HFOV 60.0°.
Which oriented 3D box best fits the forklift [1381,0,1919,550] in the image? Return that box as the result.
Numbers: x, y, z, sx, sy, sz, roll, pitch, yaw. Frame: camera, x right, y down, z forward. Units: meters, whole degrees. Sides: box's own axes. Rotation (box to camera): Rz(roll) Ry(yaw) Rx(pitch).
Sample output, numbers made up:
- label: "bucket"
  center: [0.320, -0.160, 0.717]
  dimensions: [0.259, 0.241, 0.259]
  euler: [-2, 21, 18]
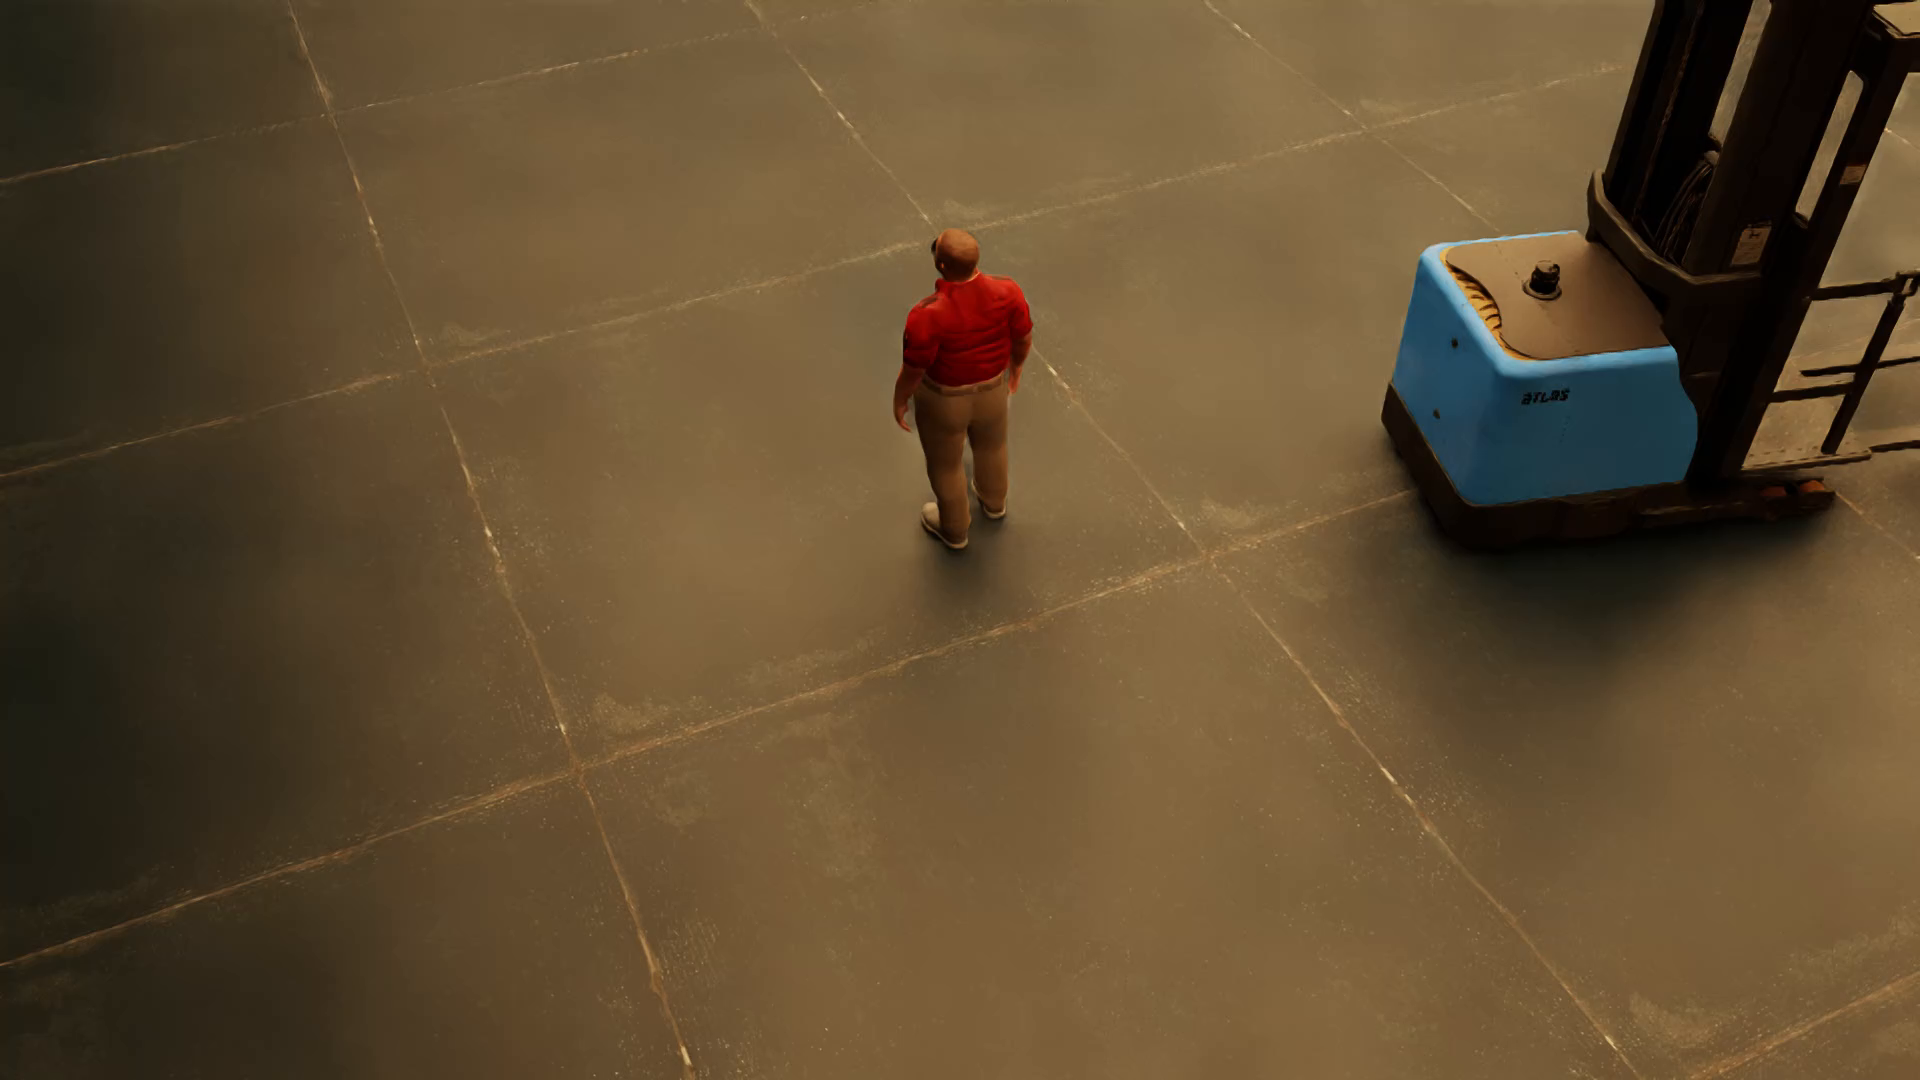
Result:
- label: "forklift"
  center: [3.689, -1.516, 7.305]
  dimensions: [3.031, 2.935, 1.130]
  euler: [-7, 43, -7]

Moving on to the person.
- label: "person"
  center: [-0.027, -0.696, 7.297]
  dimensions: [0.640, 1.726, 0.550]
  euler: [-18, 46, -18]
